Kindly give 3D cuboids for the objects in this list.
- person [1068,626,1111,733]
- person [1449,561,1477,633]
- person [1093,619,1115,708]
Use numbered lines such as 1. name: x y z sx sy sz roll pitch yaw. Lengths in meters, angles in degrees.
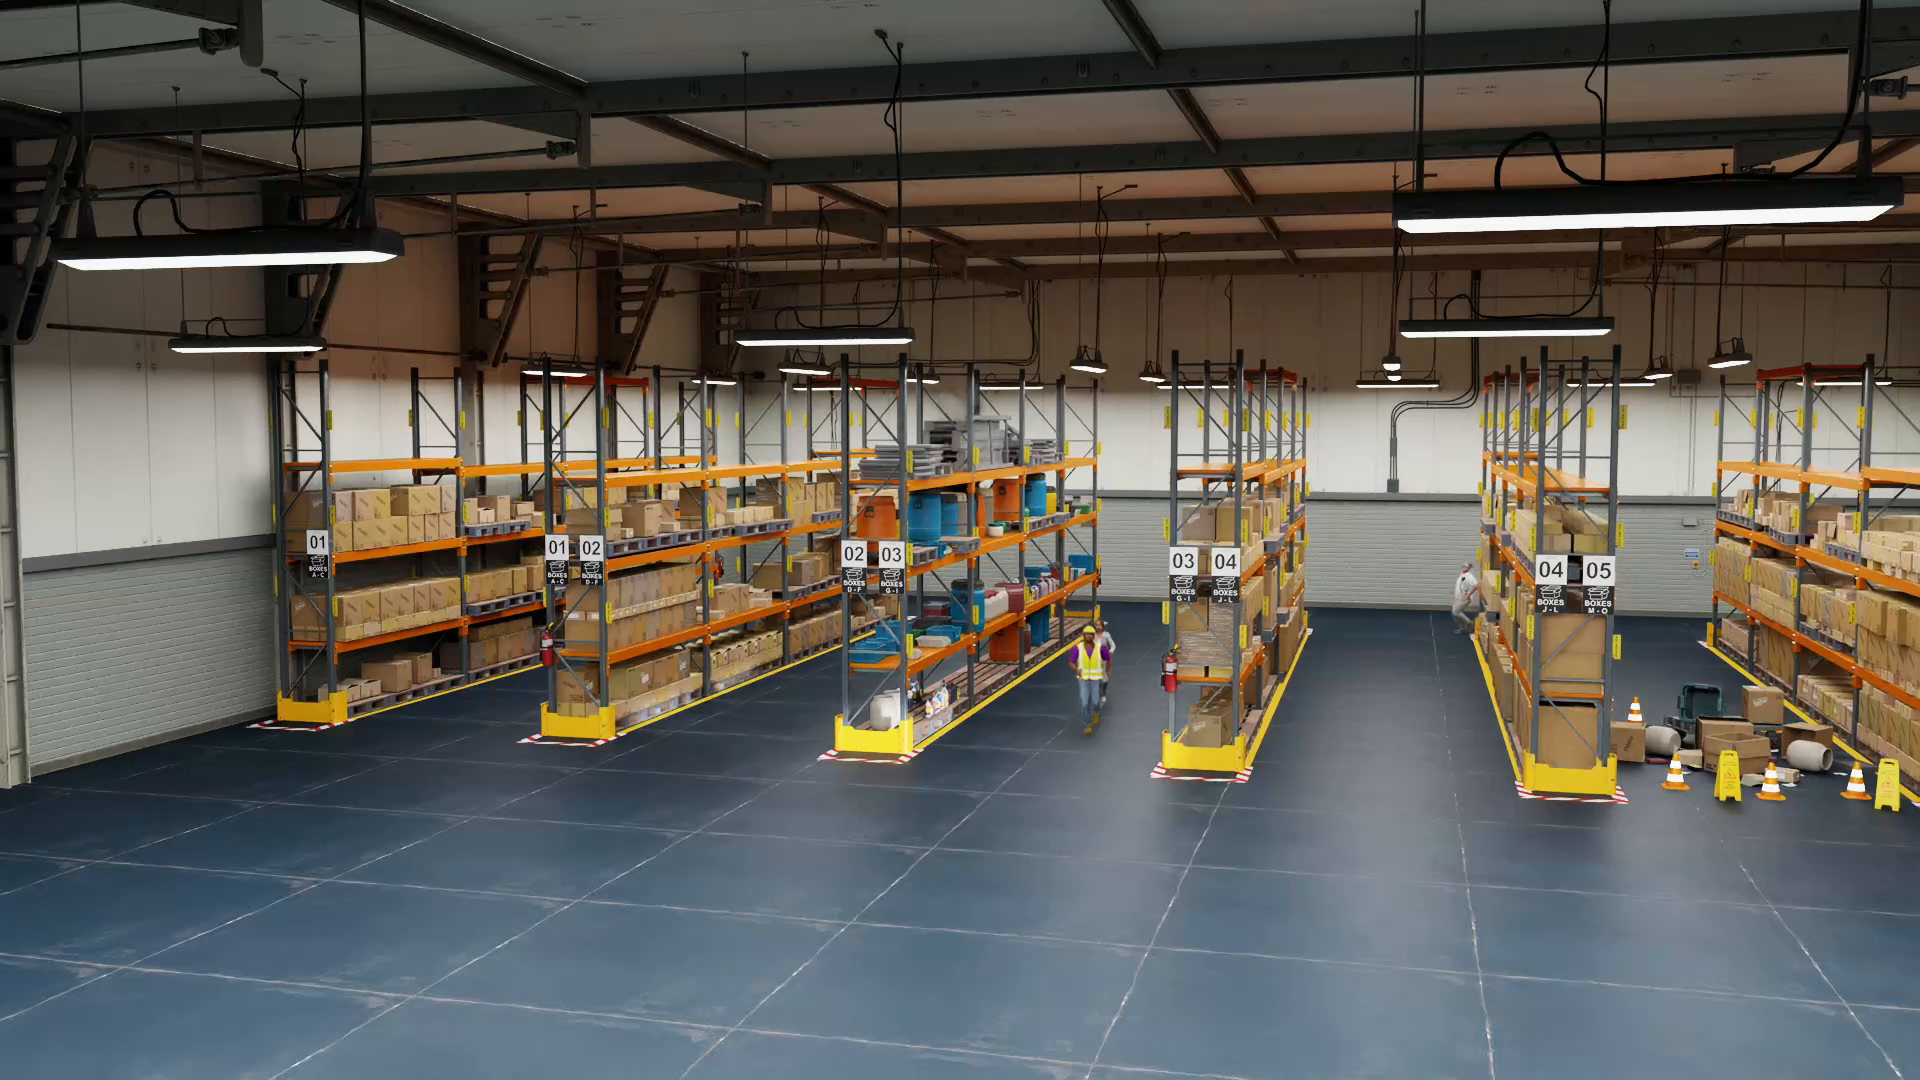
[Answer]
1. person: 2.074 2.231 26.592 0.698 1.723 0.579 0 4 4
2. person: 11.758 1.344 38.961 0.485 1.732 0.735 -1 4 -8
3. person: 2.409 2.147 28.735 0.524 1.558 0.523 1 4 7
